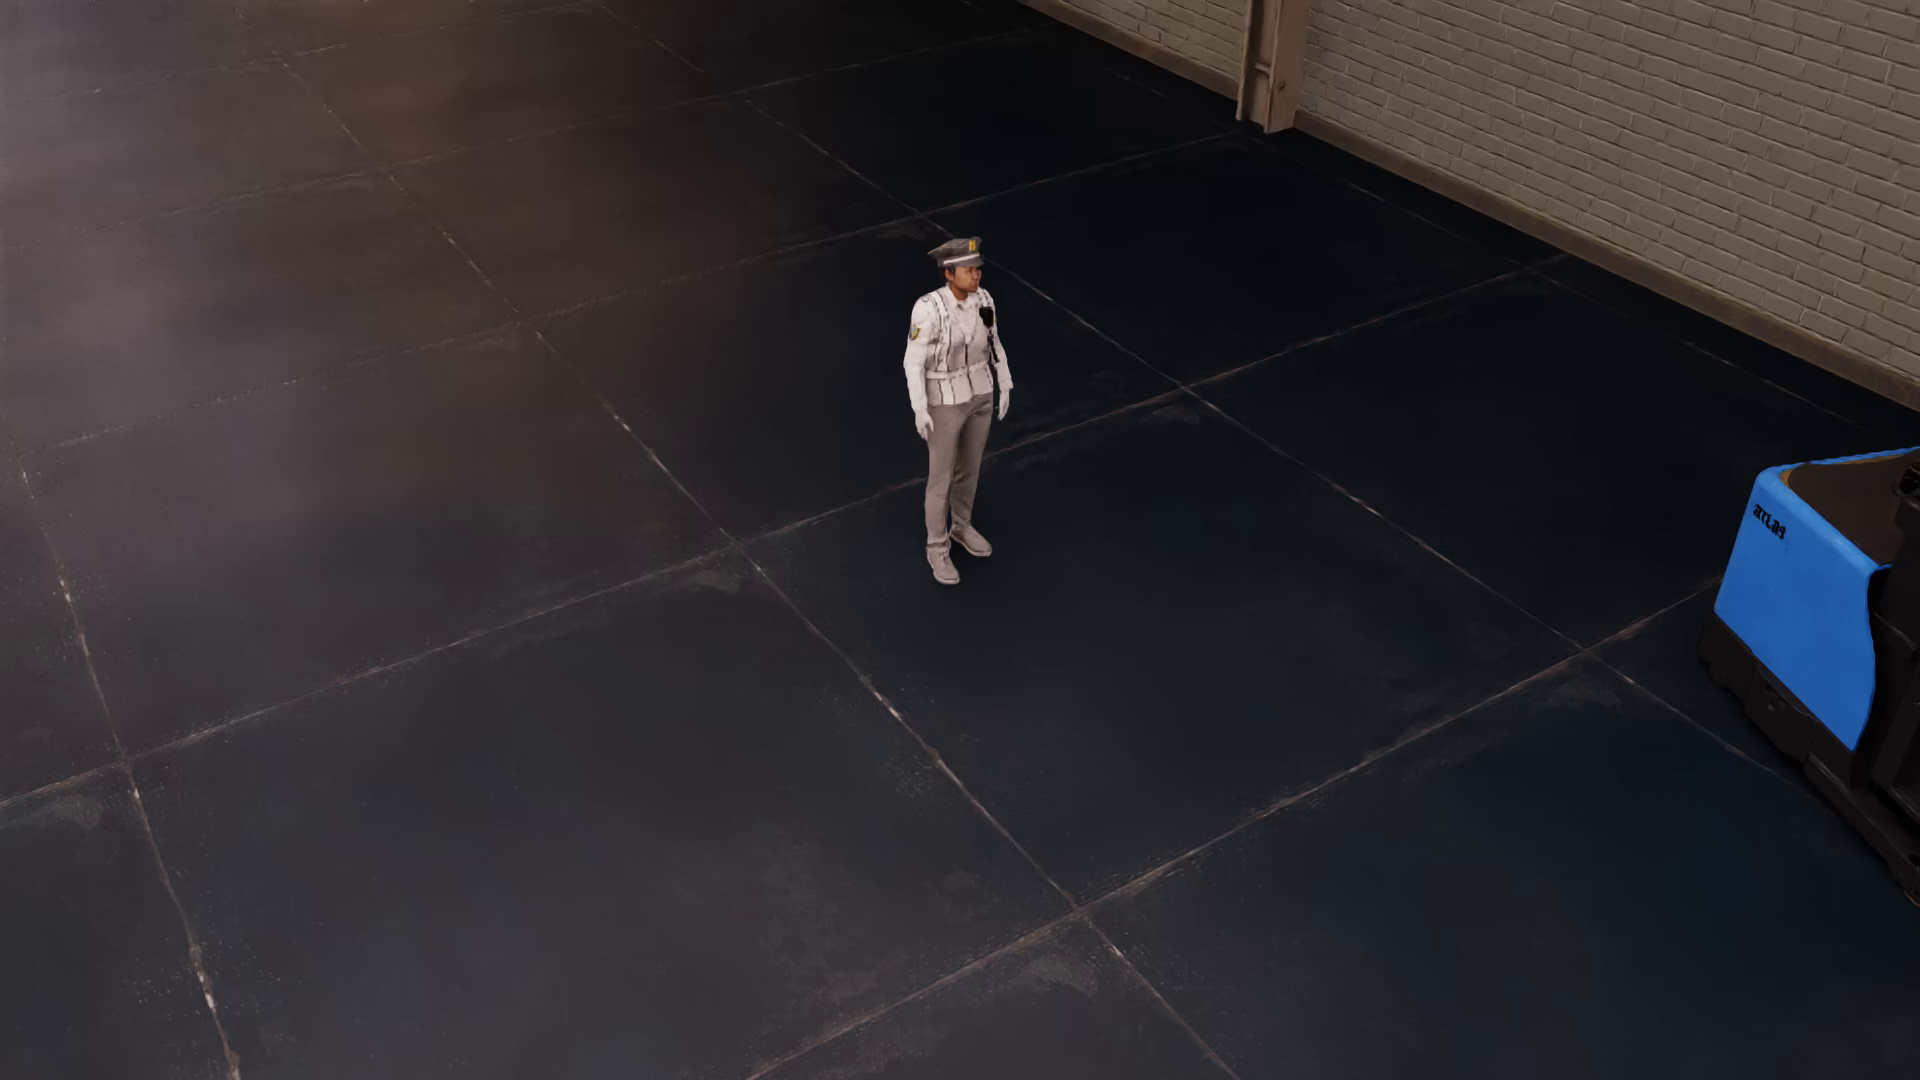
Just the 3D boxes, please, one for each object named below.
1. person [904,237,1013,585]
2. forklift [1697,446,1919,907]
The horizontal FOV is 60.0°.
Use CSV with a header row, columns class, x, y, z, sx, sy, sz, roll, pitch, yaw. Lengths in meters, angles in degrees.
class,x,y,z,sx,sy,sz,roll,pitch,yaw
person,0.031,-0.665,8.156,0.586,1.695,0.532,-21,40,-27
forklift,4.301,0.125,5.969,1.130,2.935,3.031,-8,36,-11
